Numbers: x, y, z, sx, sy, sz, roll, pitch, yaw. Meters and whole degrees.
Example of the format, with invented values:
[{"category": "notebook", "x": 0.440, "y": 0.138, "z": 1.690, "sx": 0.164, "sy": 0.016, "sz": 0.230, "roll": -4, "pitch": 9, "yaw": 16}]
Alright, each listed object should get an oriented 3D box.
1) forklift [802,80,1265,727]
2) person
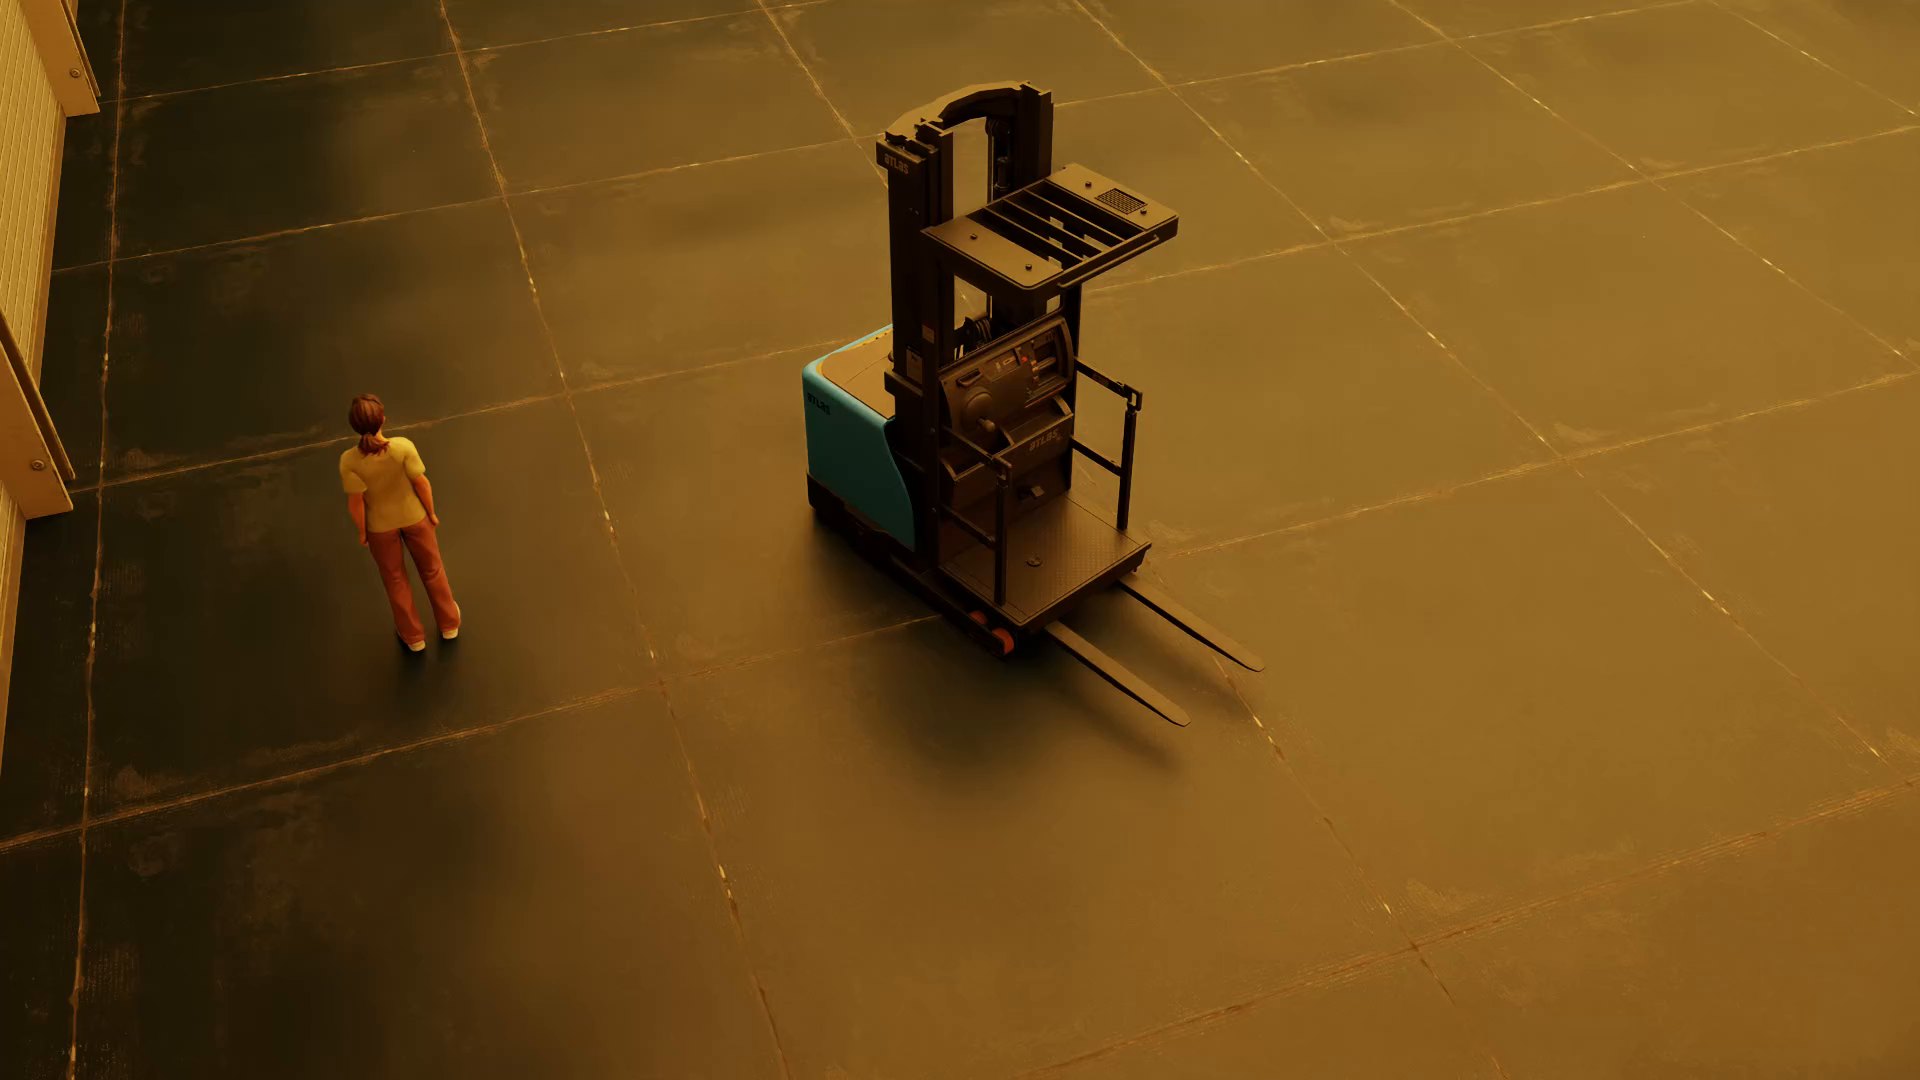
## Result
[{"category": "forklift", "x": 0.409, "y": -0.833, "z": 8.988, "sx": 1.130, "sy": 2.935, "sz": 3.031, "roll": -30, "pitch": 49, "yaw": -31}, {"category": "person", "x": -3.081, "y": -0.099, "z": 9.093, "sx": 0.433, "sy": 1.673, "sz": 0.368, "roll": -17, "pitch": 43, "yaw": -19}]
